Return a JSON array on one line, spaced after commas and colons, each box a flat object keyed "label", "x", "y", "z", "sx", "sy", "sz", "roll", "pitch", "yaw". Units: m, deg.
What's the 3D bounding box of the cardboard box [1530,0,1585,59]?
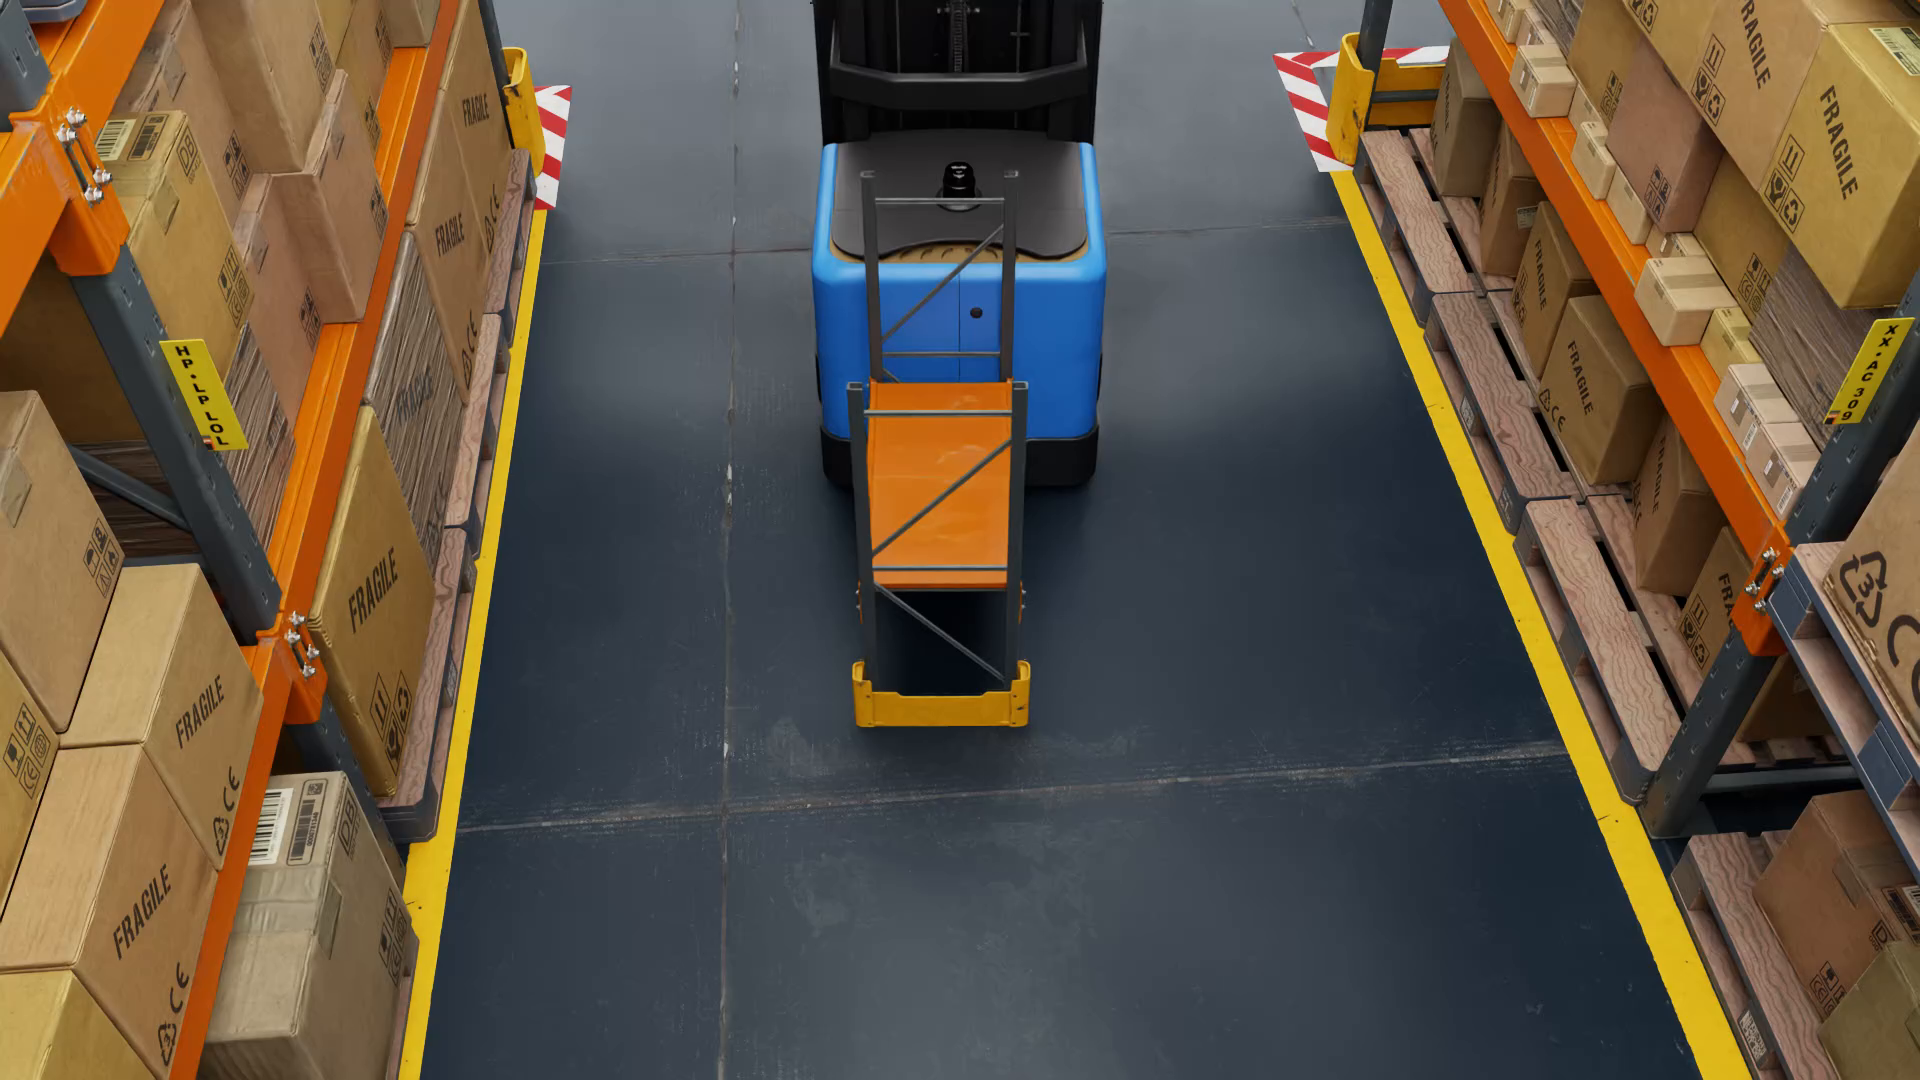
[{"label": "cardboard box", "x": 2.552, "y": -2.053, "z": 5.854, "sx": 0.875, "sy": 0.500, "sz": 0.500, "roll": -3, "pitch": 47, "yaw": -3}]

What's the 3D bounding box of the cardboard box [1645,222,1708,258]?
[{"label": "cardboard box", "x": 2.403, "y": -0.921, "z": 5.229, "sx": 0.380, "sy": 0.149, "sz": 0.250, "roll": -3, "pitch": 47, "yaw": -3}]

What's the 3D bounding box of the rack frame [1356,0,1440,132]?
[{"label": "rack frame", "x": 2.373, "y": -3.034, "z": 7.058, "sx": 1.000, "sy": 3.000, "sz": 0.127, "roll": -3, "pitch": 47, "yaw": -3}]

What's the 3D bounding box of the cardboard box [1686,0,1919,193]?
[{"label": "cardboard box", "x": 2.353, "y": -1.291, "z": 4.445, "sx": 0.500, "sy": 0.500, "sz": 0.500, "roll": -3, "pitch": 47, "yaw": -3}]

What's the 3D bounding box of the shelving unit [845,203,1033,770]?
[{"label": "shelving unit", "x": -0.061, "y": -0.146, "z": 5.356, "sx": 0.587, "sy": 1.500, "sz": 1.083, "roll": 0, "pitch": 47, "yaw": 0}]

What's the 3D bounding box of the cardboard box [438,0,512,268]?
[{"label": "cardboard box", "x": -2.456, "y": -1.733, "z": 7.000, "sx": 0.875, "sy": 0.875, "sz": 0.875, "roll": -3, "pitch": 47, "yaw": -3}]

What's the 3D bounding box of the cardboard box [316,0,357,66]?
[{"label": "cardboard box", "x": -2.362, "y": -1.777, "z": 5.020, "sx": 0.875, "sy": 0.550, "sz": 0.500, "roll": -3, "pitch": 47, "yaw": -3}]

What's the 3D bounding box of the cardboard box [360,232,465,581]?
[{"label": "cardboard box", "x": -2.306, "y": -0.437, "z": 5.772, "sx": 0.875, "sy": 0.875, "sz": 0.875, "roll": -3, "pitch": 47, "yaw": -3}]

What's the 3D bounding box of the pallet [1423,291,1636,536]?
[{"label": "pallet", "x": 2.511, "y": -0.550, "z": 6.625, "sx": 1.003, "sy": 0.211, "sz": 1.213, "roll": -3, "pitch": 47, "yaw": -3}]

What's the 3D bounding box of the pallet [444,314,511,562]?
[{"label": "pallet", "x": -2.334, "y": -0.393, "z": 6.477, "sx": 1.003, "sy": 0.211, "sz": 1.213, "roll": -3, "pitch": 47, "yaw": -3}]

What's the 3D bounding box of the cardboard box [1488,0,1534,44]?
[{"label": "cardboard box", "x": 2.222, "y": -2.002, "z": 6.254, "sx": 0.380, "sy": 0.149, "sz": 0.250, "roll": -3, "pitch": 47, "yaw": -3}]

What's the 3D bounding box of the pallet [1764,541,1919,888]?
[{"label": "pallet", "x": 2.627, "y": 0.488, "z": 3.854, "sx": 1.003, "sy": 0.211, "sz": 1.213, "roll": -3, "pitch": 47, "yaw": -3}]

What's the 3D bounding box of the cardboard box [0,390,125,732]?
[{"label": "cardboard box", "x": -2.196, "y": 0.069, "z": 3.361, "sx": 0.700, "sy": 0.500, "sz": 0.500, "roll": -4, "pitch": 47, "yaw": -4}]

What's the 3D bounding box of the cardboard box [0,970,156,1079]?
[{"label": "cardboard box", "x": -1.849, "y": 1.146, "z": 3.030, "sx": 0.500, "sy": 0.500, "sz": 0.500, "roll": -3, "pitch": 47, "yaw": -3}]

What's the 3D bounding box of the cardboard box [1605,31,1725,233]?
[{"label": "cardboard box", "x": 2.583, "y": -1.326, "z": 5.166, "sx": 0.875, "sy": 0.500, "sz": 0.500, "roll": -3, "pitch": 47, "yaw": -3}]

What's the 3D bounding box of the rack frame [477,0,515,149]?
[{"label": "rack frame", "x": -2.578, "y": -2.806, "z": 6.841, "sx": 1.000, "sy": 3.000, "sz": 0.127, "roll": -3, "pitch": 47, "yaw": -3}]

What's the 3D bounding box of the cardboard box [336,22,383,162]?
[{"label": "cardboard box", "x": -2.427, "y": -1.401, "z": 5.408, "sx": 0.875, "sy": 0.550, "sz": 0.500, "roll": -3, "pitch": 47, "yaw": -3}]

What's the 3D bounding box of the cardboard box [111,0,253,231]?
[{"label": "cardboard box", "x": -2.402, "y": -0.995, "z": 4.279, "sx": 0.875, "sy": 0.550, "sz": 0.550, "roll": -3, "pitch": 47, "yaw": -3}]

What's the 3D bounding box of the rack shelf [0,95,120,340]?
[{"label": "rack shelf", "x": -2.076, "y": 0.751, "z": 1.902, "sx": 1.077, "sy": 0.370, "sz": 4.000, "roll": -3, "pitch": 47, "yaw": -3}]

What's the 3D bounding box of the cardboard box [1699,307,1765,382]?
[{"label": "cardboard box", "x": 2.424, "y": -0.558, "z": 4.885, "sx": 0.380, "sy": 0.149, "sz": 0.250, "roll": -3, "pitch": 47, "yaw": -3}]

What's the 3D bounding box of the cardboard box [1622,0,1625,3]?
[{"label": "cardboard box", "x": 2.273, "y": -2.015, "z": 5.130, "sx": 0.500, "sy": 0.500, "sz": 0.500, "roll": -3, "pitch": 47, "yaw": -3}]

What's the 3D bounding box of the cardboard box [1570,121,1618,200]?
[{"label": "cardboard box", "x": 2.286, "y": -1.278, "z": 5.567, "sx": 0.380, "sy": 0.149, "sz": 0.250, "roll": -3, "pitch": 47, "yaw": -3}]

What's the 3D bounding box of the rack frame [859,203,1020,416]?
[{"label": "rack frame", "x": -0.064, "y": -0.522, "z": 5.711, "sx": 0.500, "sy": 1.500, "sz": 0.032, "roll": 0, "pitch": 47, "yaw": 0}]

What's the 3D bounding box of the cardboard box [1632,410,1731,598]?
[{"label": "cardboard box", "x": 2.659, "y": -0.131, "z": 5.740, "sx": 0.500, "sy": 0.500, "sz": 0.500, "roll": 10, "pitch": 47, "yaw": 9}]

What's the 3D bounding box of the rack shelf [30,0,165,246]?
[{"label": "rack shelf", "x": -2.411, "y": -2.143, "z": 4.643, "sx": 1.077, "sy": 0.370, "sz": 4.000, "roll": -3, "pitch": 47, "yaw": -3}]

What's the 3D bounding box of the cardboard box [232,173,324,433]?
[{"label": "cardboard box", "x": -2.355, "y": -0.626, "z": 4.674, "sx": 0.875, "sy": 0.550, "sz": 0.550, "roll": -3, "pitch": 47, "yaw": -3}]

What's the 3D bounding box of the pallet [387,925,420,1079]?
[{"label": "pallet", "x": -2.104, "y": 1.601, "z": 4.589, "sx": 1.003, "sy": 0.211, "sz": 1.213, "roll": -3, "pitch": 47, "yaw": -3}]

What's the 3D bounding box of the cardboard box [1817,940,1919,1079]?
[{"label": "cardboard box", "x": 2.759, "y": 1.360, "z": 4.315, "sx": 0.700, "sy": 0.500, "sz": 0.500, "roll": -4, "pitch": 47, "yaw": -4}]

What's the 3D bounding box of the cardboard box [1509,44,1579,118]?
[{"label": "cardboard box", "x": 2.188, "y": -1.636, "z": 5.907, "sx": 0.380, "sy": 0.149, "sz": 0.250, "roll": -3, "pitch": 47, "yaw": -3}]

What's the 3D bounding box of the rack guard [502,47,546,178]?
[{"label": "rack guard", "x": -2.580, "y": -1.964, "z": 7.766, "sx": 1.175, "sy": 0.500, "sz": 0.348, "roll": -3, "pitch": 47, "yaw": -3}]

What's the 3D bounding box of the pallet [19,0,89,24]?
[{"label": "pallet", "x": -2.301, "y": -1.505, "z": 3.605, "sx": 1.003, "sy": 0.211, "sz": 1.213, "roll": -3, "pitch": 47, "yaw": -3}]

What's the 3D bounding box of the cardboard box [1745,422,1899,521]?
[{"label": "cardboard box", "x": 2.397, "y": -0.192, "z": 4.538, "sx": 0.380, "sy": 0.149, "sz": 0.250, "roll": -3, "pitch": 47, "yaw": -3}]

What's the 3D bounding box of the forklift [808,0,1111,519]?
[{"label": "forklift", "x": -0.009, "y": -2.136, "z": 6.254, "sx": 1.130, "sy": 2.935, "sz": 3.031, "roll": 0, "pitch": 47, "yaw": 0}]

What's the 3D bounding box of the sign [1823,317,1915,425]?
[{"label": "sign", "x": 2.168, "y": -0.399, "z": 3.966, "sx": 0.100, "sy": 0.325, "sz": 0.005, "roll": -3, "pitch": 47, "yaw": -3}]

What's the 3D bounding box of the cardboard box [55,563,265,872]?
[{"label": "cardboard box", "x": -1.933, "y": 0.415, "z": 3.722, "sx": 0.500, "sy": 0.500, "sz": 0.500, "roll": -4, "pitch": 47, "yaw": -4}]

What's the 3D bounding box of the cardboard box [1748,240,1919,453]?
[{"label": "cardboard box", "x": 2.732, "y": -0.606, "z": 4.484, "sx": 0.875, "sy": 0.500, "sz": 0.500, "roll": -3, "pitch": 47, "yaw": -3}]

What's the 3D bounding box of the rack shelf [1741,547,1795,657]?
[{"label": "rack shelf", "x": 2.875, "y": 1.554, "z": 3.208, "sx": 1.077, "sy": 0.370, "sz": 4.000, "roll": -3, "pitch": 47, "yaw": -3}]

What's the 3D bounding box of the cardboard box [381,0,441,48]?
[{"label": "cardboard box", "x": -2.434, "y": -2.195, "z": 6.160, "sx": 0.875, "sy": 0.550, "sz": 0.550, "roll": -3, "pitch": 47, "yaw": -3}]

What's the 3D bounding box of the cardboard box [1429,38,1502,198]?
[{"label": "cardboard box", "x": 2.408, "y": -1.866, "z": 7.384, "sx": 0.500, "sy": 0.500, "sz": 0.500, "roll": 4, "pitch": 47, "yaw": 4}]

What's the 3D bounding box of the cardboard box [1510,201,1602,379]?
[{"label": "cardboard box", "x": 2.526, "y": -0.982, "z": 6.546, "sx": 0.500, "sy": 0.500, "sz": 0.500, "roll": 0, "pitch": 47, "yaw": 0}]
